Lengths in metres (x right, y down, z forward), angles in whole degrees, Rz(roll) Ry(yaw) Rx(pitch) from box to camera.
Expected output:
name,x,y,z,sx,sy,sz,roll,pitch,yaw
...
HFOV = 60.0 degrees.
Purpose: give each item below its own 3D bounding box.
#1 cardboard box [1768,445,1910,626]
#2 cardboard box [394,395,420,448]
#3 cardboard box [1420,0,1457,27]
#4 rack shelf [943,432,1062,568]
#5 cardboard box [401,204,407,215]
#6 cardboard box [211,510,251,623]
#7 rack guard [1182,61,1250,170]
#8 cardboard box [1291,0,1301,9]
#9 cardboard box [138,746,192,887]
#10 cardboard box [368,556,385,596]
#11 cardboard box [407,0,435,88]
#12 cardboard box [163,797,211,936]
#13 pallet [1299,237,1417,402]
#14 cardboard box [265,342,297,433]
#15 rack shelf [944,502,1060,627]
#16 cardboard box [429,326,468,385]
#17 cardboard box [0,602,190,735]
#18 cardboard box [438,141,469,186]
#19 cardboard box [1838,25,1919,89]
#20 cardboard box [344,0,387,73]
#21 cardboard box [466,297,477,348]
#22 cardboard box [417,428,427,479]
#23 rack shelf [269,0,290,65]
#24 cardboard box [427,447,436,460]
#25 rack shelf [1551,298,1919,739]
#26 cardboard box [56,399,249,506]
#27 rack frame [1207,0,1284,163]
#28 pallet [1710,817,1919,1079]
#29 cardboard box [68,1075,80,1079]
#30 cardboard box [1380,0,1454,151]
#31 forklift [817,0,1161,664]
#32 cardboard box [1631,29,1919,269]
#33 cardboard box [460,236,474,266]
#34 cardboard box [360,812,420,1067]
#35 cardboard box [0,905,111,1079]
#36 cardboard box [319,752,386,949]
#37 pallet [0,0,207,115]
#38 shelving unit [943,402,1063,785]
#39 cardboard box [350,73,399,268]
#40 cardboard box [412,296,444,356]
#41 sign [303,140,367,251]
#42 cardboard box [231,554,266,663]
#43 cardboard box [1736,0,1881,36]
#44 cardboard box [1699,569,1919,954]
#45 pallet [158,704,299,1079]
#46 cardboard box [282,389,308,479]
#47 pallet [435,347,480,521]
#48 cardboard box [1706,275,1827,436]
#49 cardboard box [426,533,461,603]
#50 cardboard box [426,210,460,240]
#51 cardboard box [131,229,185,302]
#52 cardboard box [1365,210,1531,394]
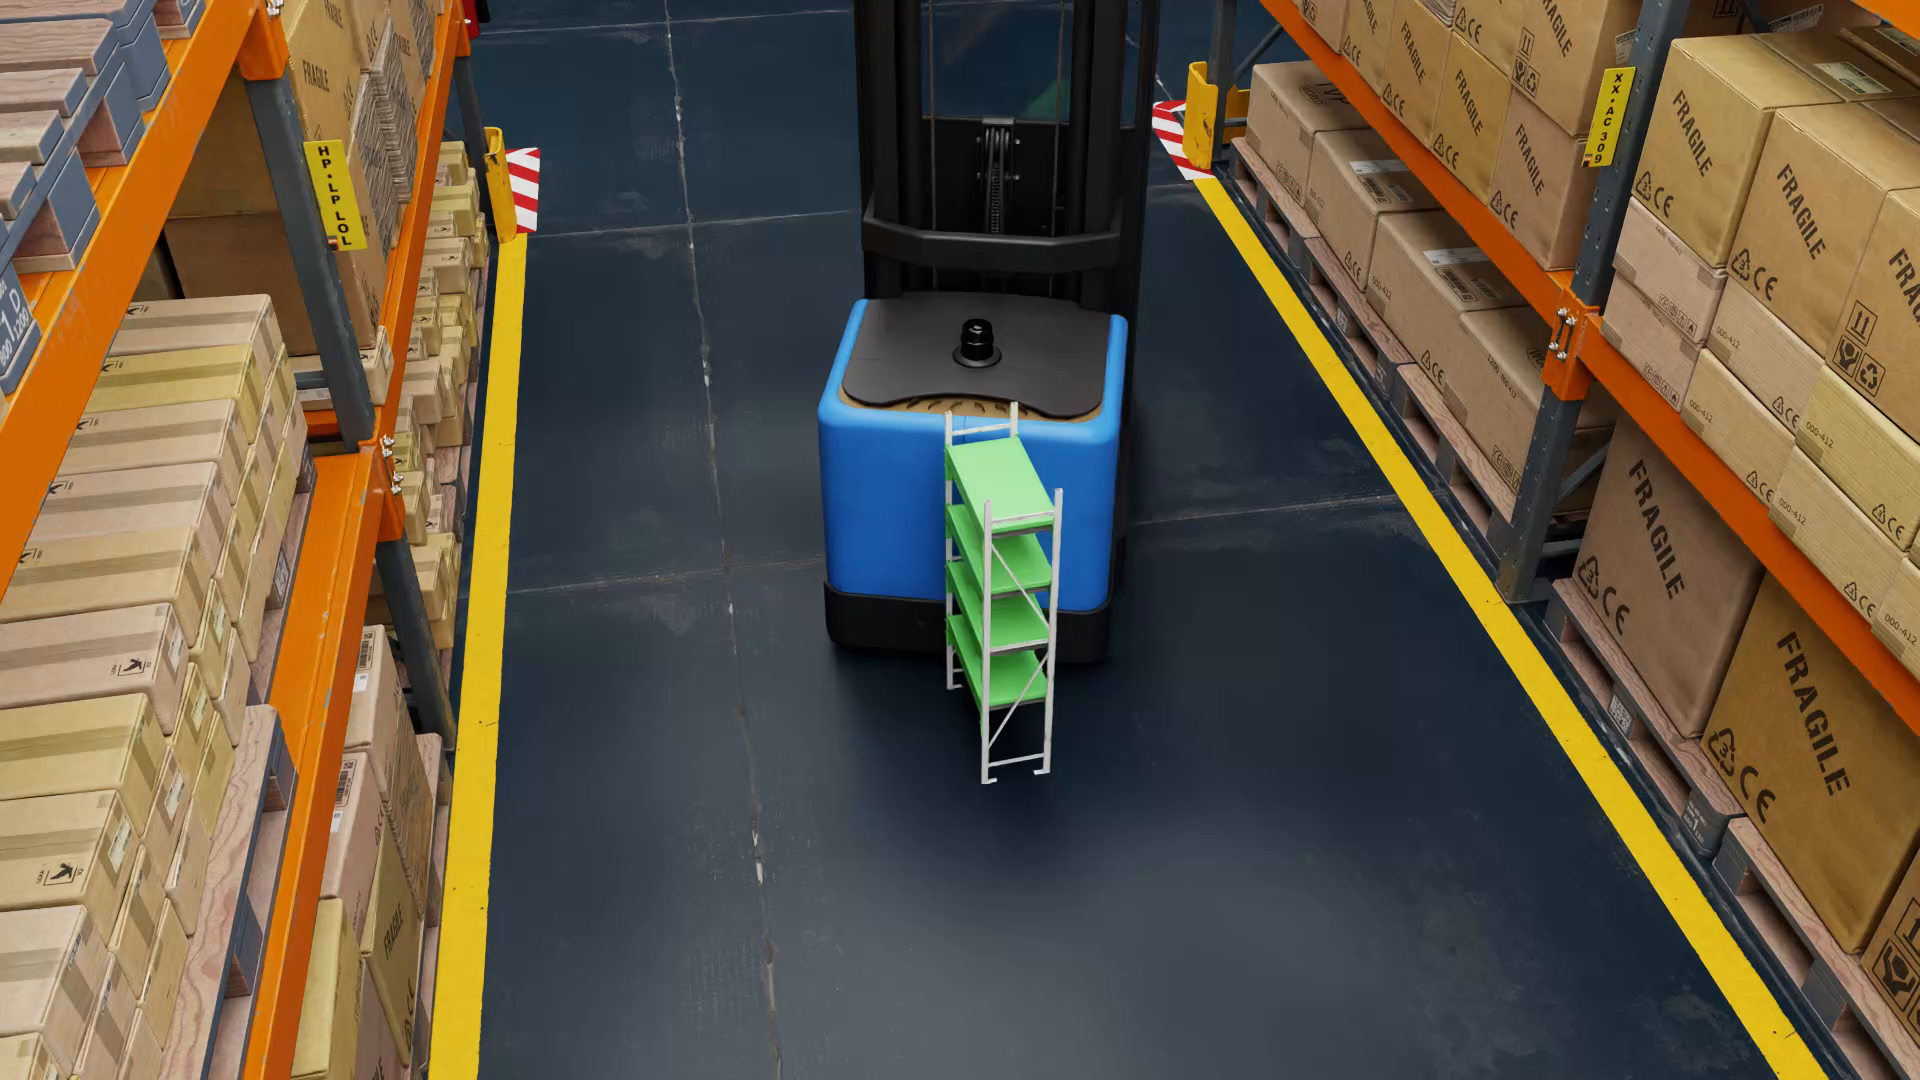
name,x,y,z,sx,sy,sz,roll,pitch,yaw
cardboard box,2.576,-0.042,4.482,0.500,0.250,0.500,-7,38,-8
cardboard box,-2.271,-0.407,6.325,0.380,0.149,0.250,-7,38,-9
cardboard box,2.058,-2.323,6.398,0.500,0.500,0.500,-6,38,-7
rack shelf,0.129,-0.134,5.266,0.258,0.148,0.480,-9,39,-11
cardboard box,-2.270,-1.323,6.213,0.380,0.149,0.250,-5,38,-6
cardboard box,-1.859,0.083,3.818,0.380,0.149,0.250,-7,38,-9
rack guard,1.887,-2.463,9.513,1.175,0.500,0.348,-6,38,-8
cardboard box,1.808,-2.852,7.894,0.500,0.500,0.500,-7,38,-9
cardboard box,-1.728,0.552,3.214,0.380,0.149,0.250,-5,38,-6
cardboard box,-2.120,0.069,5.713,0.380,0.149,0.250,-5,38,-6
cardboard box,-2.449,-2.138,6.734,0.500,0.500,0.500,-6,38,-8
cardboard box,-1.721,0.674,3.301,0.380,0.149,0.250,-7,38,-9
pallet,2.319,-1.124,8.025,1.003,0.211,1.213,-6,38,-8
cardboard box,-1.999,-0.391,4.428,0.380,0.149,0.250,-5,38,-7
rack shelf,0.129,0.056,5.413,0.258,0.148,0.480,-9,39,-11
cardboard box,-2.293,-0.766,7.030,0.380,0.149,0.250,-6,38,-7
cardboard box,-1.773,0.281,3.321,0.380,0.149,0.250,-8,39,-10
cardboard box,-2.623,-1.824,8.150,0.380,0.149,0.250,-6,38,-7
cardboard box,2.918,-1.211,4.967,0.500,0.500,0.500,-5,38,-6
cardboard box,-2.267,-1.896,5.606,0.500,0.500,0.500,-6,38,-7
cardboard box,-2.398,-0.978,7.546,0.380,0.149,0.250,-8,39,-10
cardboard box,-2.268,-0.287,6.413,0.380,0.149,0.250,-8,39,-10
rack shelf,-2.614,-2.534,5.709,1.077,0.370,4.000,-6,38,-8
cardboard box,-2.328,-0.332,6.714,0.380,0.149,0.250,-8,39,-10
rack shelf,2.943,0.473,4.283,1.077,0.370,4.000,-6,38,-8
cardboard box,-1.910,-0.188,3.924,0.380,0.149,0.250,-7,38,-9
rack frame,1.891,-3.435,8.727,1.000,3.000,0.127,-6,38,-8
pallet,3.019,1.278,4.933,1.003,0.211,1.213,-6,38,-8
cardboard box,-1.594,1.016,2.618,0.380,0.149,0.250,-6,38,-8
cardboard box,2.061,-1.924,6.700,0.500,0.500,0.500,-7,38,-9
forklift,0.196,-1.603,6.425,1.130,2.935,3.031,4,38,6
cardboard box,2.386,-1.157,4.898,0.500,0.500,0.500,-6,38,-7
cardboard box,-2.498,-1.398,7.843,0.380,0.149,0.250,-8,39,-10
cardboard box,-1.796,1.125,4.552,0.500,0.500,0.500,-7,38,-9
cardboard box,-1.636,0.755,2.711,0.380,0.149,0.250,-5,38,-6
cardboard box,-1.807,0.834,4.316,0.500,0.250,0.500,-5,38,-6
pallet,-2.260,-1.152,3.496,1.213,0.211,1.003,-6,38,-8
shelving unit,0.129,0.195,5.521,0.258,1.200,0.503,-9,39,-11
cardboard box,-2.196,-1.207,5.535,0.500,0.500,0.500,-6,38,-8
cardboard box,-2.369,-0.878,6.932,0.380,0.149,0.250,-6,38,-8
sign,-1.718,-0.945,4.578,0.100,0.325,0.005,-6,38,-8
cardboard box,-1.868,0.185,3.929,0.380,0.149,0.250,-8,39,-10
cardboard box,2.747,-1.767,5.684,0.500,0.500,0.500,-6,38,-8
cardboard box,2.946,0.564,4.968,0.875,0.875,0.875,-5,38,-7
pallet,-1.950,0.875,3.336,1.003,0.211,1.213,-6,38,-8
cardboard box,-1.999,-0.274,4.520,0.380,0.149,0.250,-7,38,-9
pallet,-2.633,-0.465,7.177,1.003,0.211,1.213,-6,38,-8
cardboard box,2.511,-0.550,4.727,0.500,0.250,0.500,-6,38,-7
cardboard box,-2.058,0.119,6.134,0.380,0.149,0.250,-5,38,-7
cardboard box,-2.482,-1.361,7.553,0.380,0.149,0.250,-8,39,-10
cardboard box,-2.627,-0.845,5.068,0.500,0.500,0.500,-6,38,-8
cardboard box,2.430,-1.105,7.473,0.875,0.438,0.875,-7,38,-9
